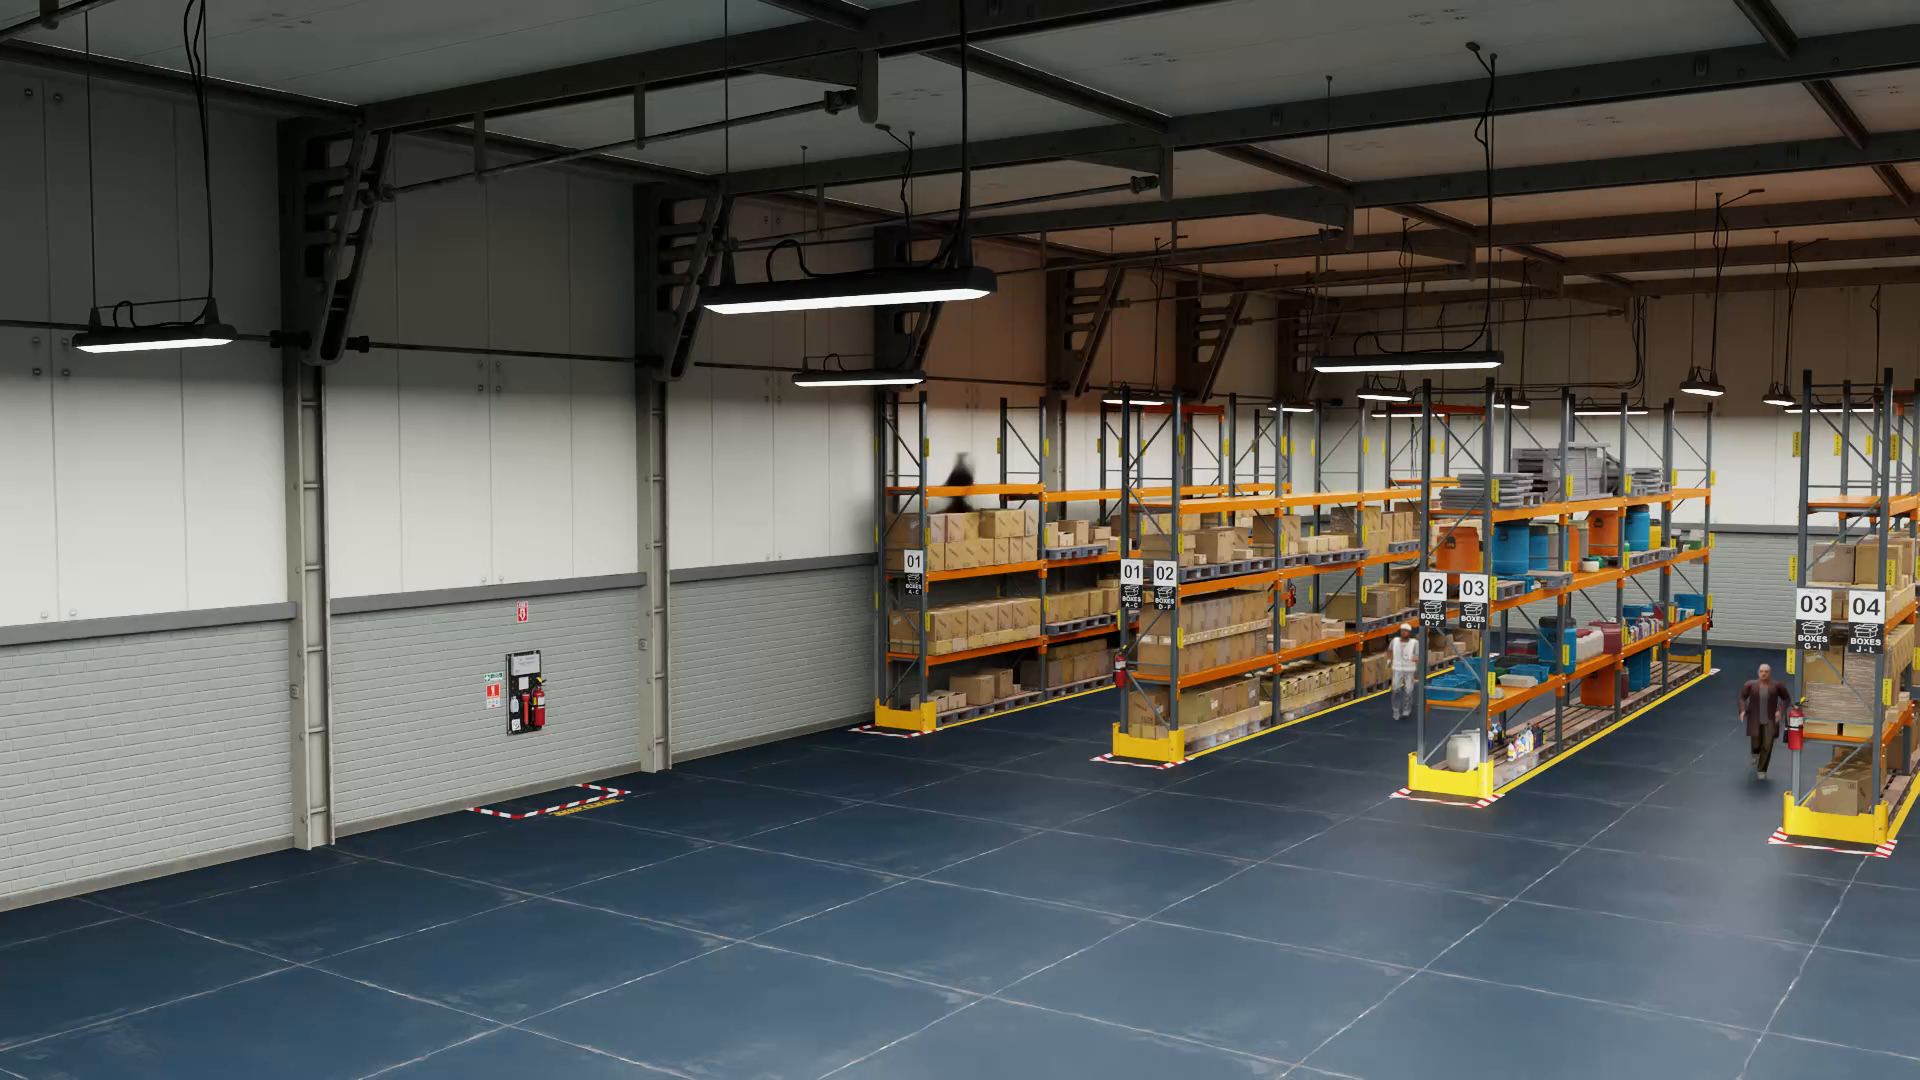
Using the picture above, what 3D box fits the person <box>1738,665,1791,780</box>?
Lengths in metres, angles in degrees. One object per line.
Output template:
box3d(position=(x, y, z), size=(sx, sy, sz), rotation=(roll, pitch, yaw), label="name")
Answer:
box3d(position=(12.257, 2.747, 25.350), size=(0.726, 1.734, 0.721), rotation=(1, 3, 23), label="person")

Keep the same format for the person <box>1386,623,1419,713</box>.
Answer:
box3d(position=(8.125, 2.363, 30.470), size=(0.647, 1.672, 0.703), rotation=(1, 3, 18), label="person")

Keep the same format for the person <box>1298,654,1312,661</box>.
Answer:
box3d(position=(7.631, 2.271, 36.325), size=(1.050, 1.363, 0.531), rotation=(-3, 4, -41), label="person")
